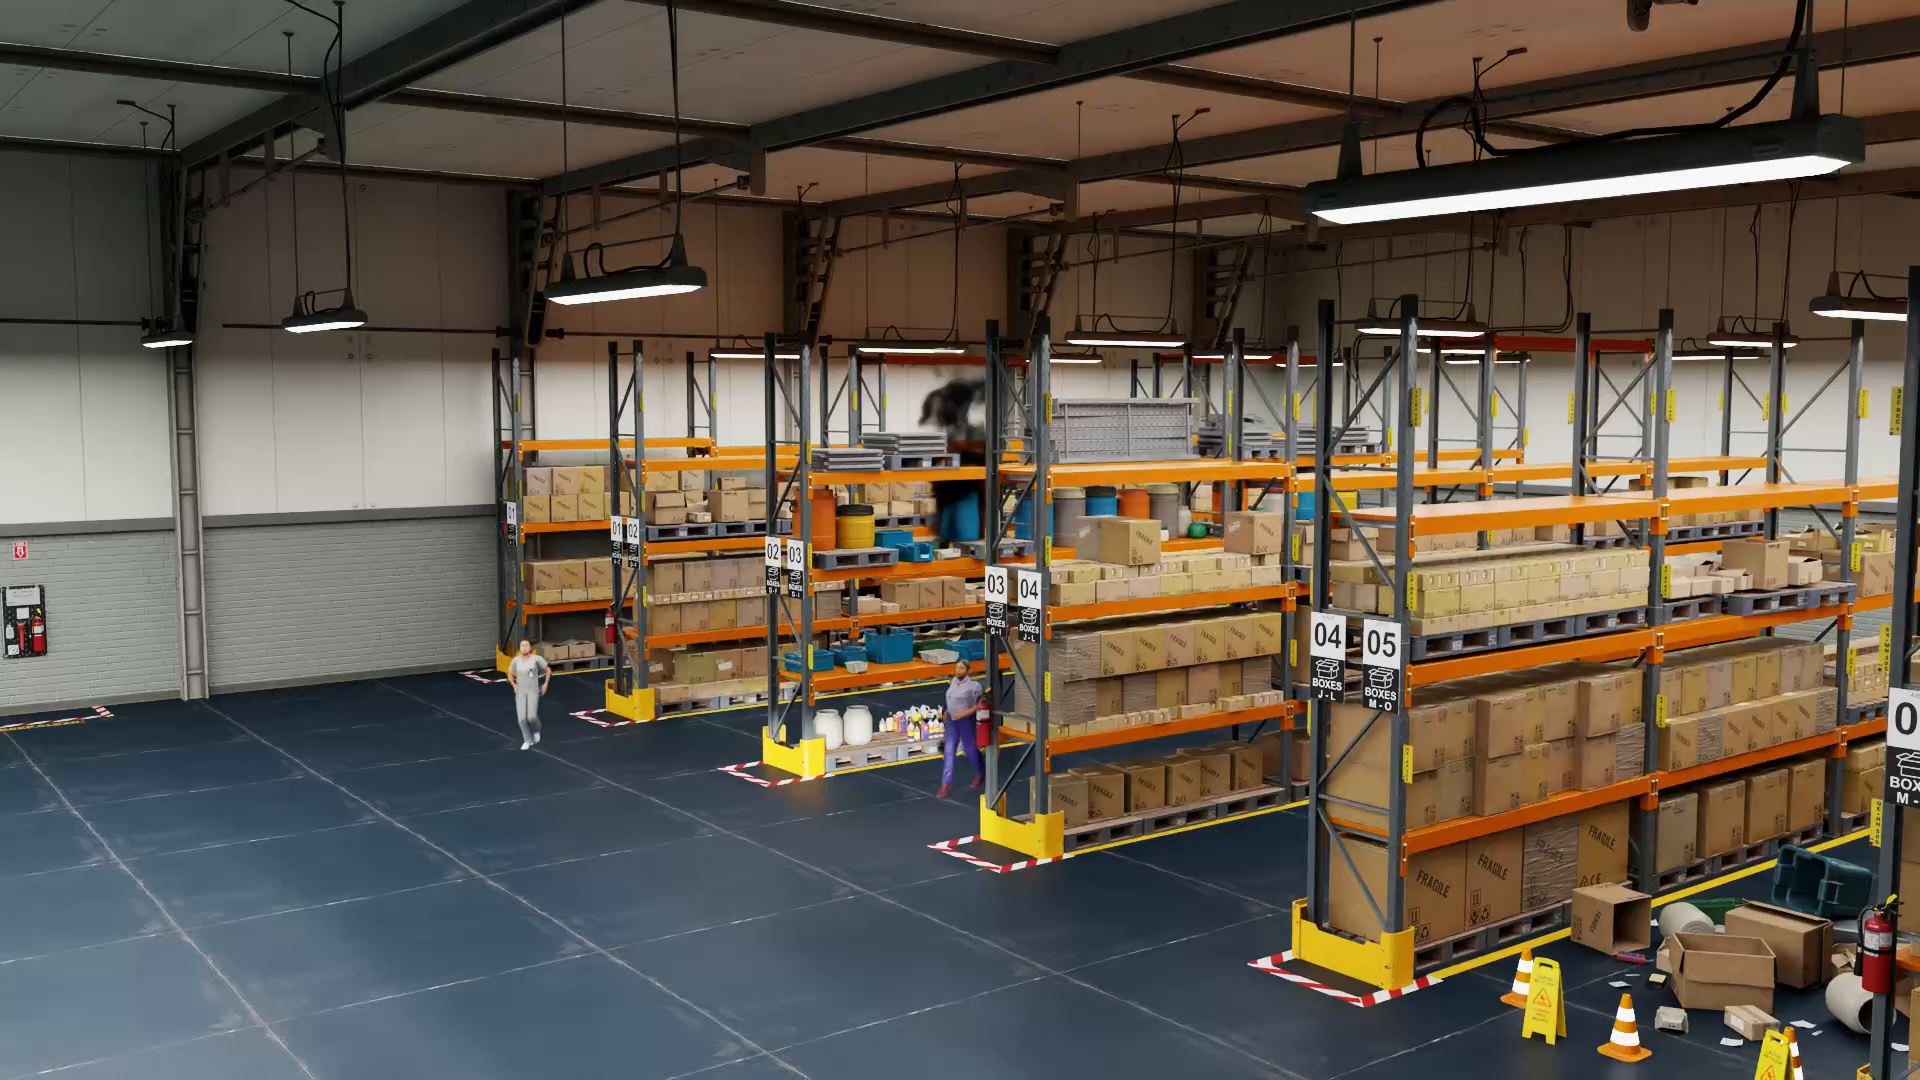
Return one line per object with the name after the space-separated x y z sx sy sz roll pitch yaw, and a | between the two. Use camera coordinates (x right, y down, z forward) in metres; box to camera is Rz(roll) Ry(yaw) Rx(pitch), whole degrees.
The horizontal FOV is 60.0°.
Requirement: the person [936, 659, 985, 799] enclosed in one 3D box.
0.054 2.303 20.492 0.624 1.686 0.791 4 6 38 | person

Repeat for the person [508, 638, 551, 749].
-6.274 2.230 24.187 0.597 1.632 0.575 0 5 -4 | person
